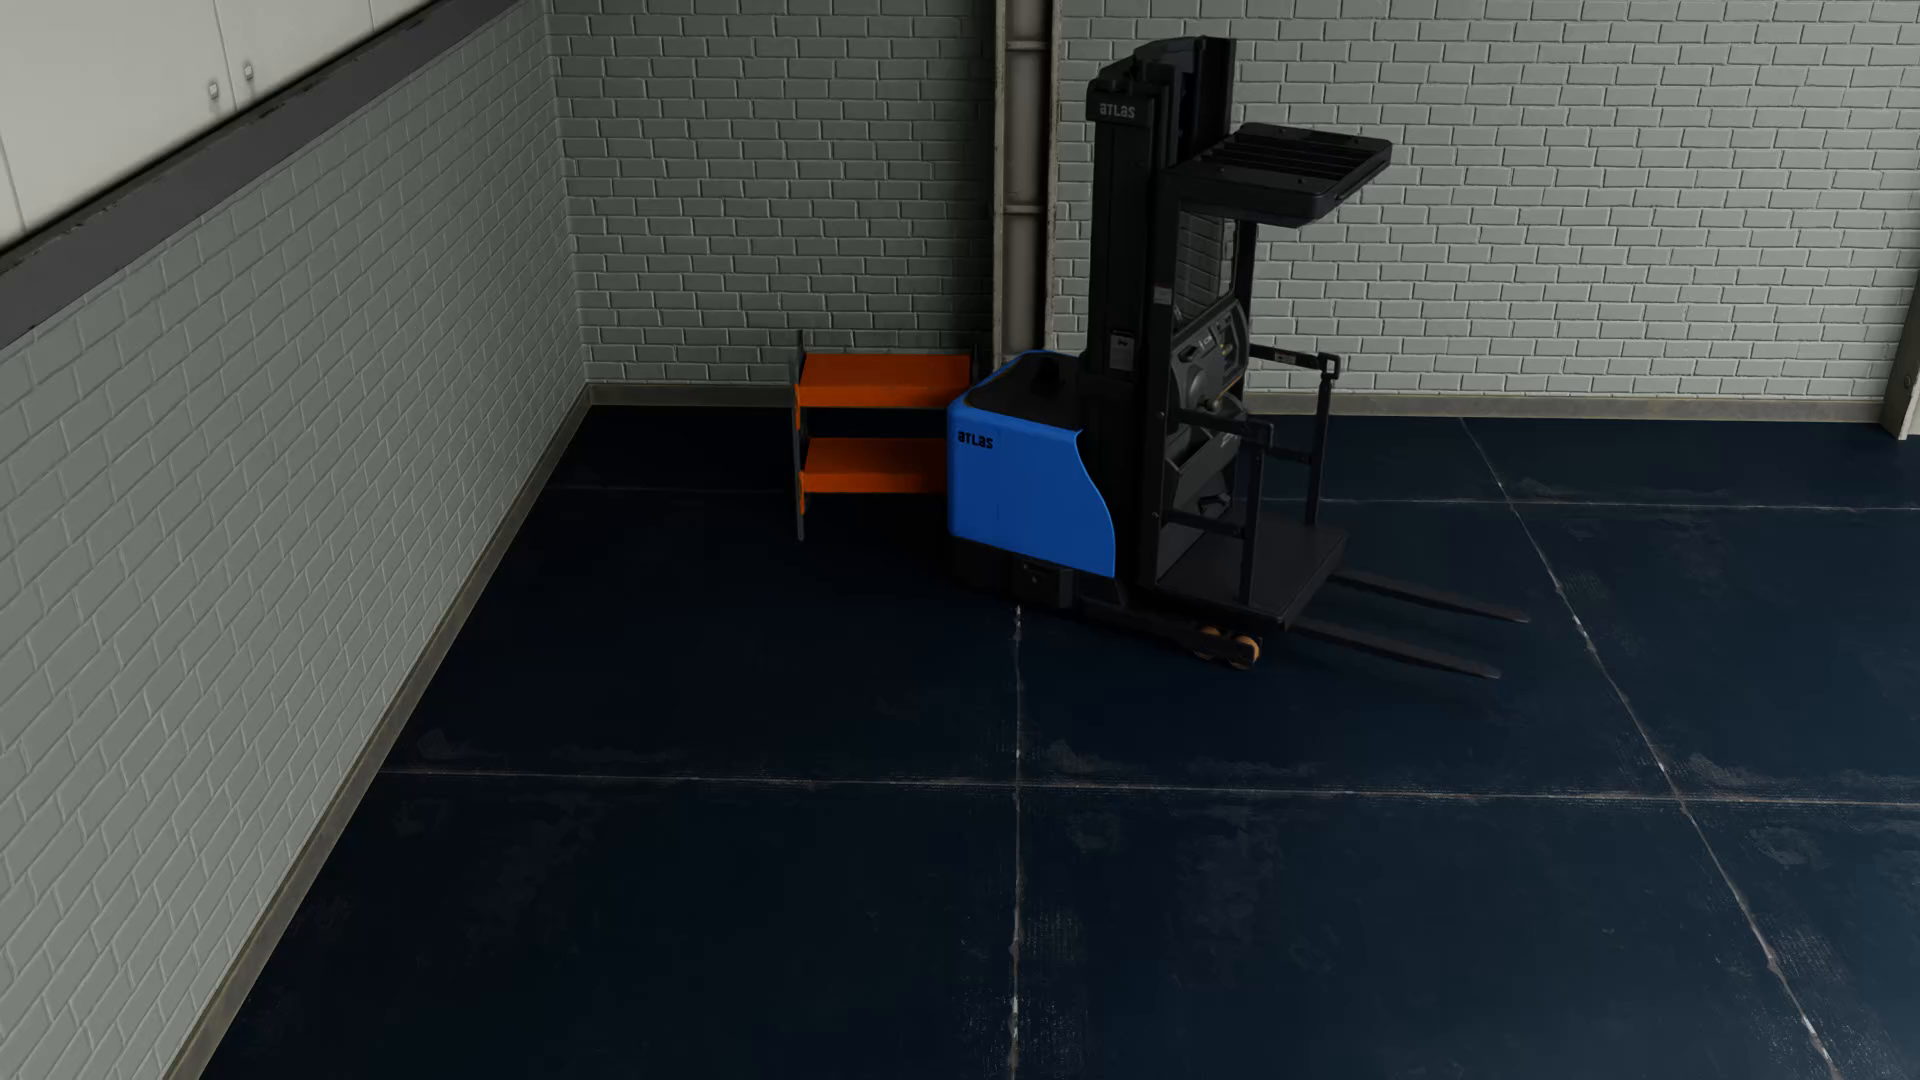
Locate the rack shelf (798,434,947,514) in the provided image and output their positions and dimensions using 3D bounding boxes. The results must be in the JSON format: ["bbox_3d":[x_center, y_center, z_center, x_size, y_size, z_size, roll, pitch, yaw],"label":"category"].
[{"bbox_3d":[-0.422,-0.389,9.805,1.000,0.278,0.538,0,28,1],"label":"rack shelf"}]

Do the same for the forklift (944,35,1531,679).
[{"bbox_3d":[1.449,-0.920,8.356,3.031,2.935,1.130,15,31,26],"label":"forklift"}]

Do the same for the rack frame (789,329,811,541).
[{"bbox_3d":[-0.930,-0.608,9.696,0.032,1.125,0.500,0,28,1],"label":"rack frame"}]

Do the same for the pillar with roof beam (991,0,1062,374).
[{"bbox_3d":[0.261,-2.794,5.413,0.400,9.000,9.100,1,28,2],"label":"pillar with roof beam"}]

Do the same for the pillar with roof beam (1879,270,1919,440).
[{"bbox_3d":[6.258,-2.695,5.225,0.400,9.000,9.100,1,28,2],"label":"pillar with roof beam"}]

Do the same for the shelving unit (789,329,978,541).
[{"bbox_3d":[-0.422,-0.605,9.690,1.048,1.125,0.538,0,28,1],"label":"shelving unit"}]

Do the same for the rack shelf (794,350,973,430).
[{"bbox_3d":[-0.422,-0.864,9.553,1.000,0.278,0.538,0,28,1],"label":"rack shelf"}]

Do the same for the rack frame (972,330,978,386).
[{"bbox_3d":[0.086,-0.602,9.684,0.032,1.125,0.500,0,28,1],"label":"rack frame"}]
